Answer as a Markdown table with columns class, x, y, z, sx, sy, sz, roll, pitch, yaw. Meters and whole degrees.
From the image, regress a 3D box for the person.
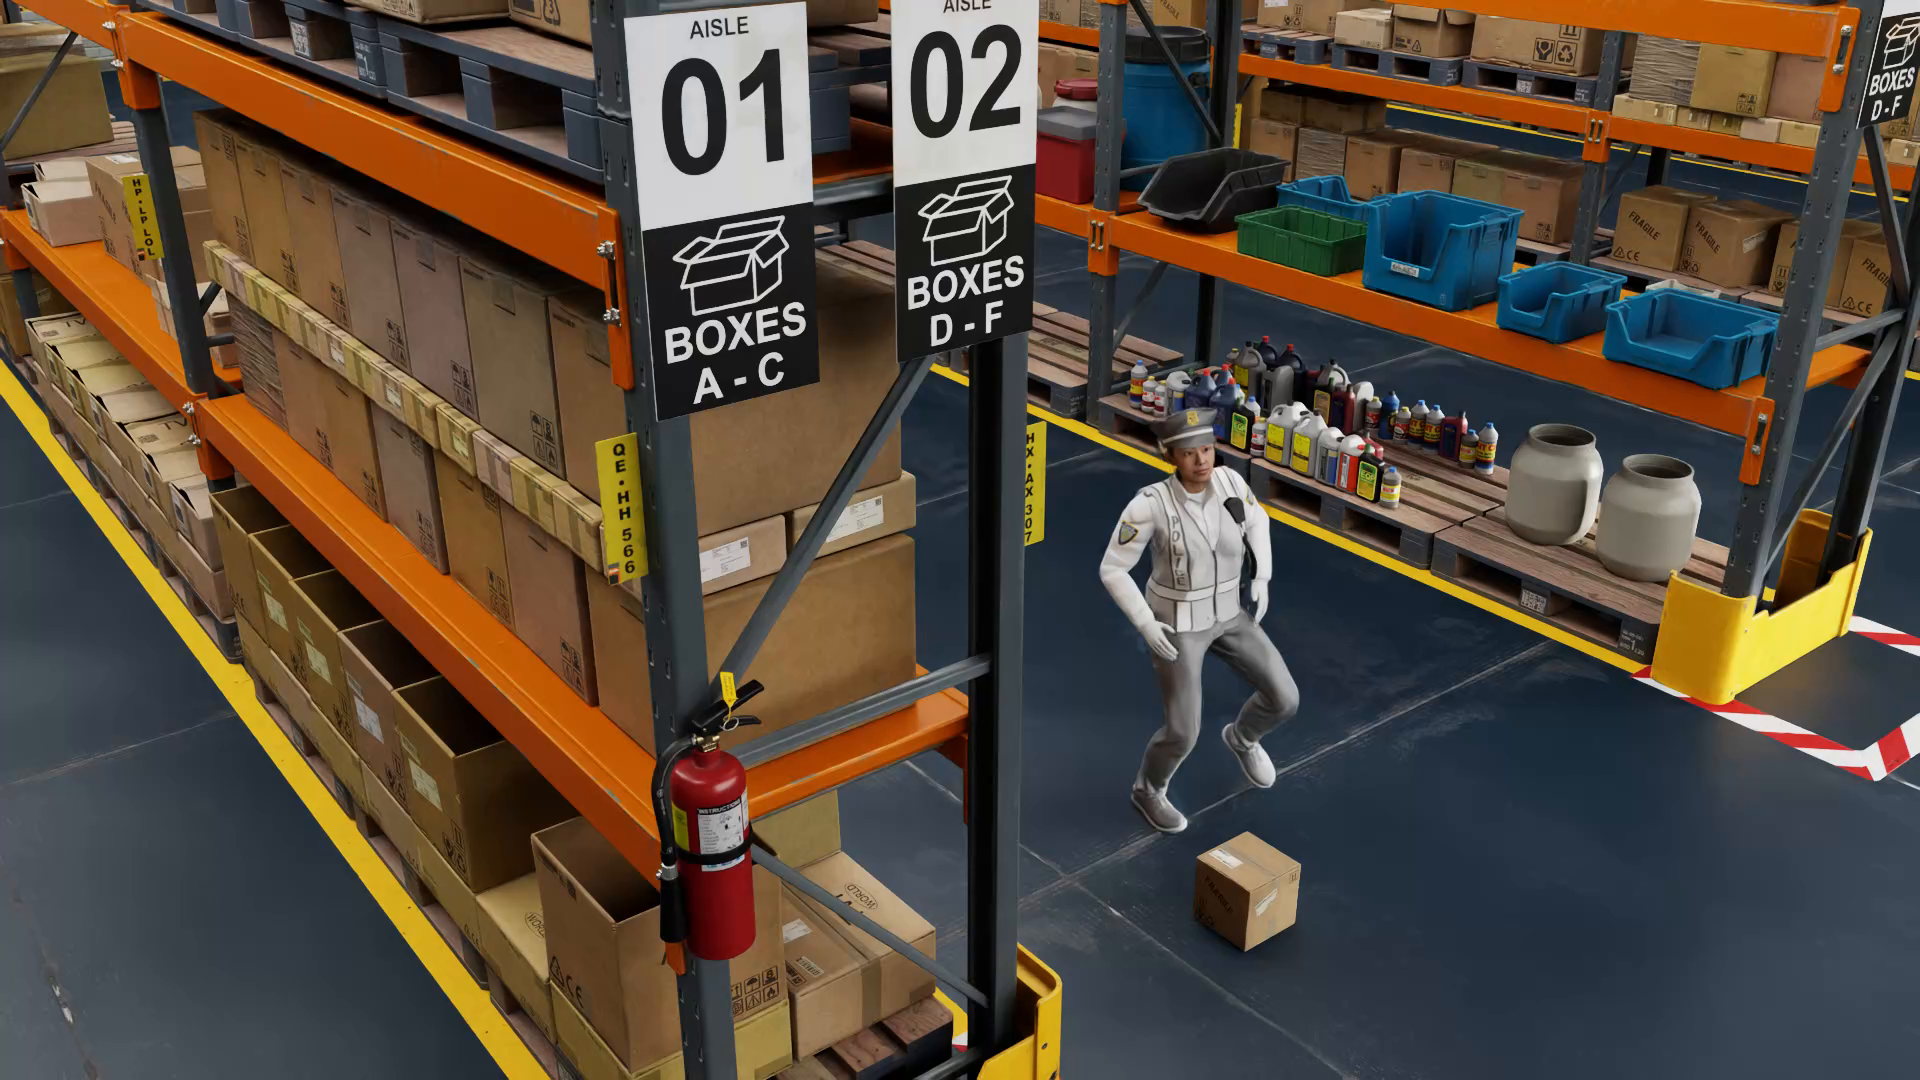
| class | x | y | z | sx | sy | sz | roll | pitch | yaw |
| --- | --- | --- | --- | --- | --- | --- | --- | --- | --- |
| person | 0.892 | 0.308 | 5.960 | 0.739 | 1.660 | 0.520 | -15 | 29 | -29 |
